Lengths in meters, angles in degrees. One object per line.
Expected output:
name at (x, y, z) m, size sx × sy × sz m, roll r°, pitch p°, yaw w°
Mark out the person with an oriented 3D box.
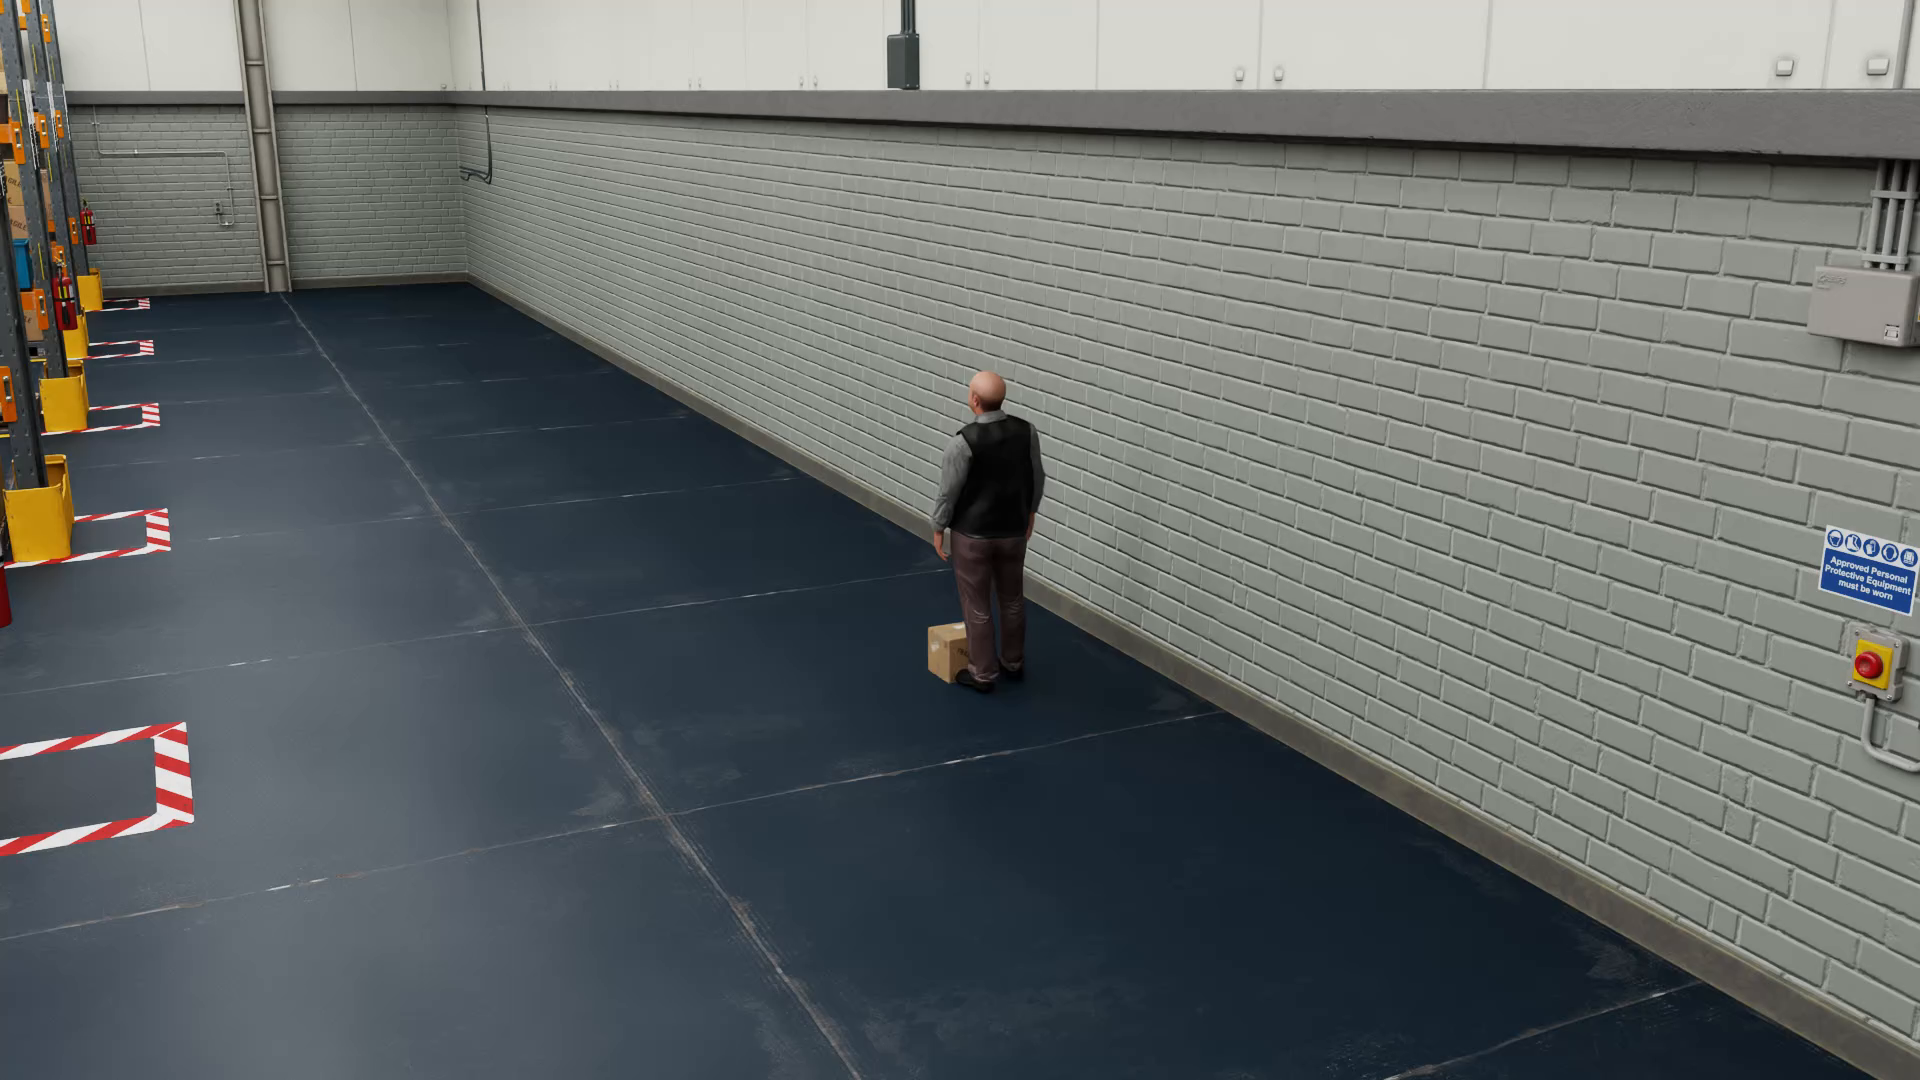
person at (0.119, -0.055, 8.740) m, size 0.626 × 1.721 × 0.552 m, roll -7°, pitch 17°, yaw -25°
